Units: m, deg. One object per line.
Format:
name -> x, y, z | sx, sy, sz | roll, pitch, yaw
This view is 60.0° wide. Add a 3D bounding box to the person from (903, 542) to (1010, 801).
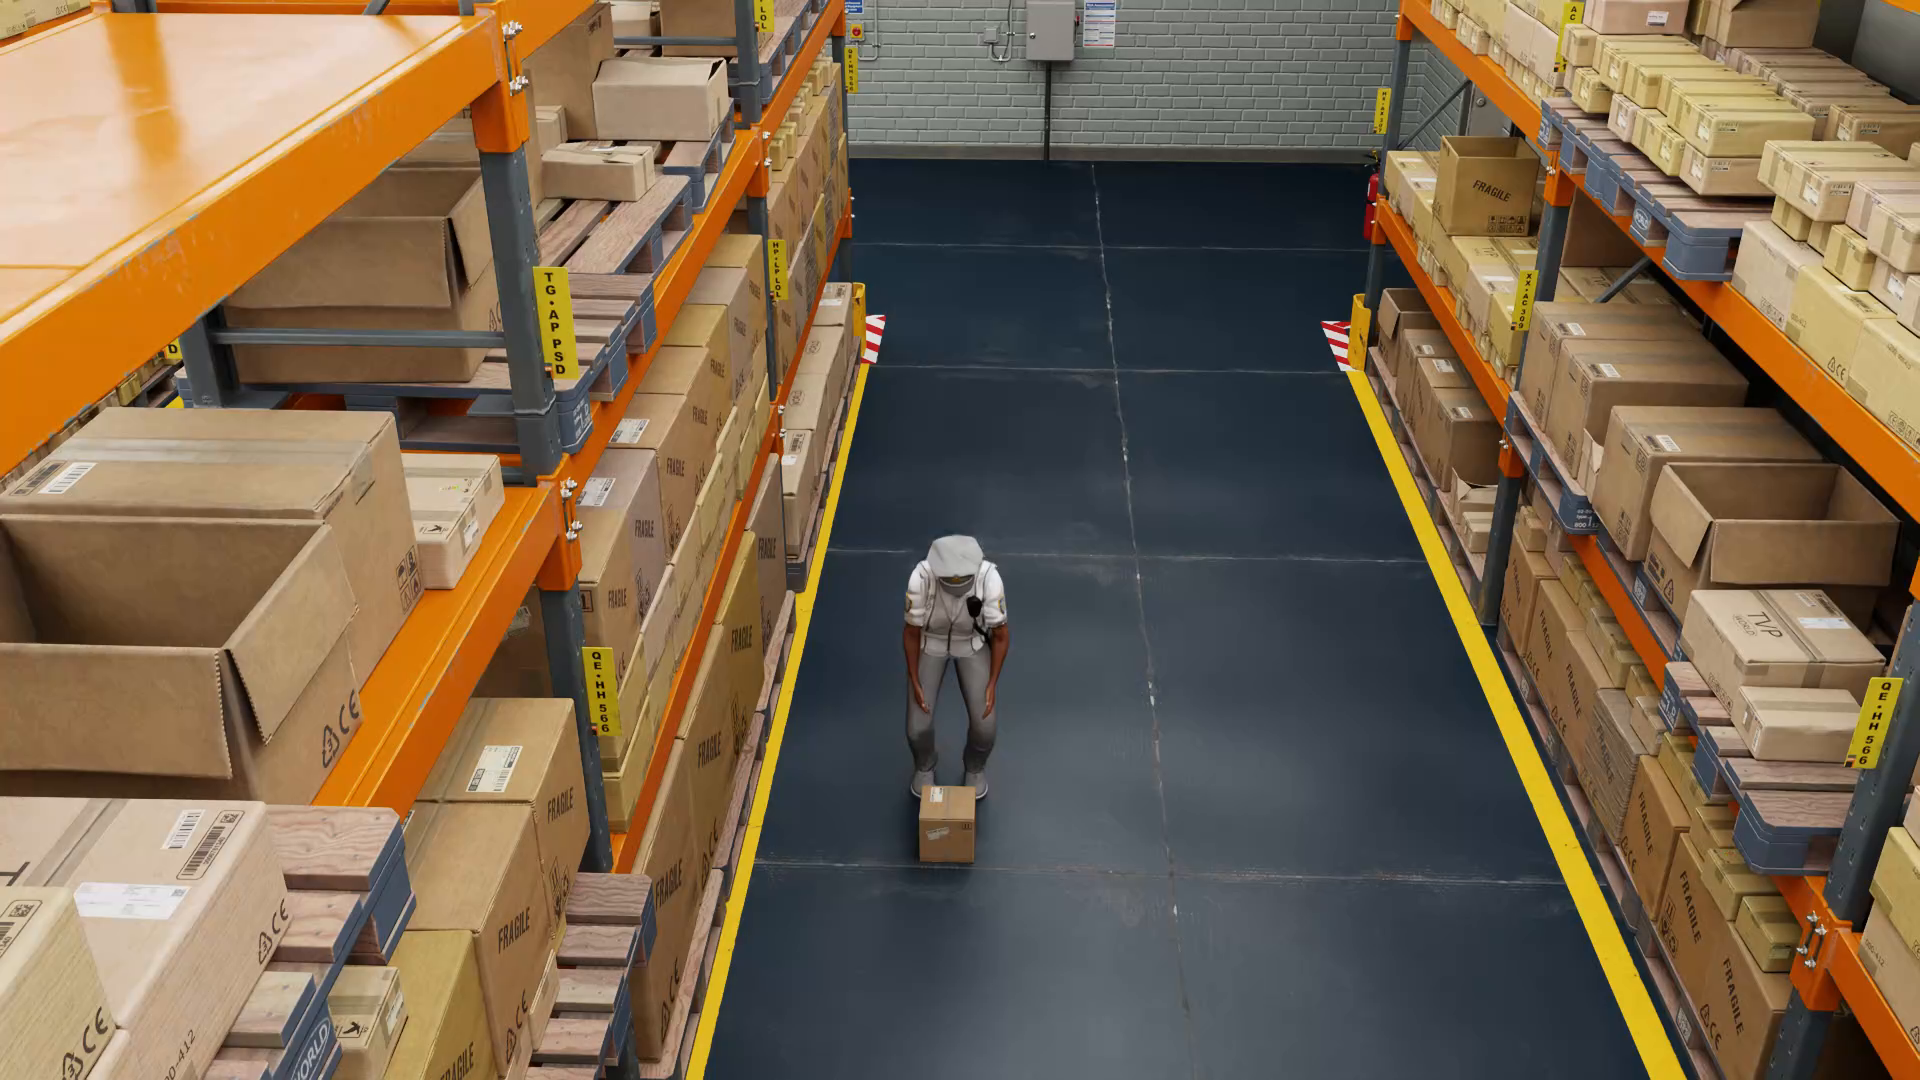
person -> -0.015, 0.589, 7.770 | 0.493, 1.440, 0.670 | 1, 28, 2
